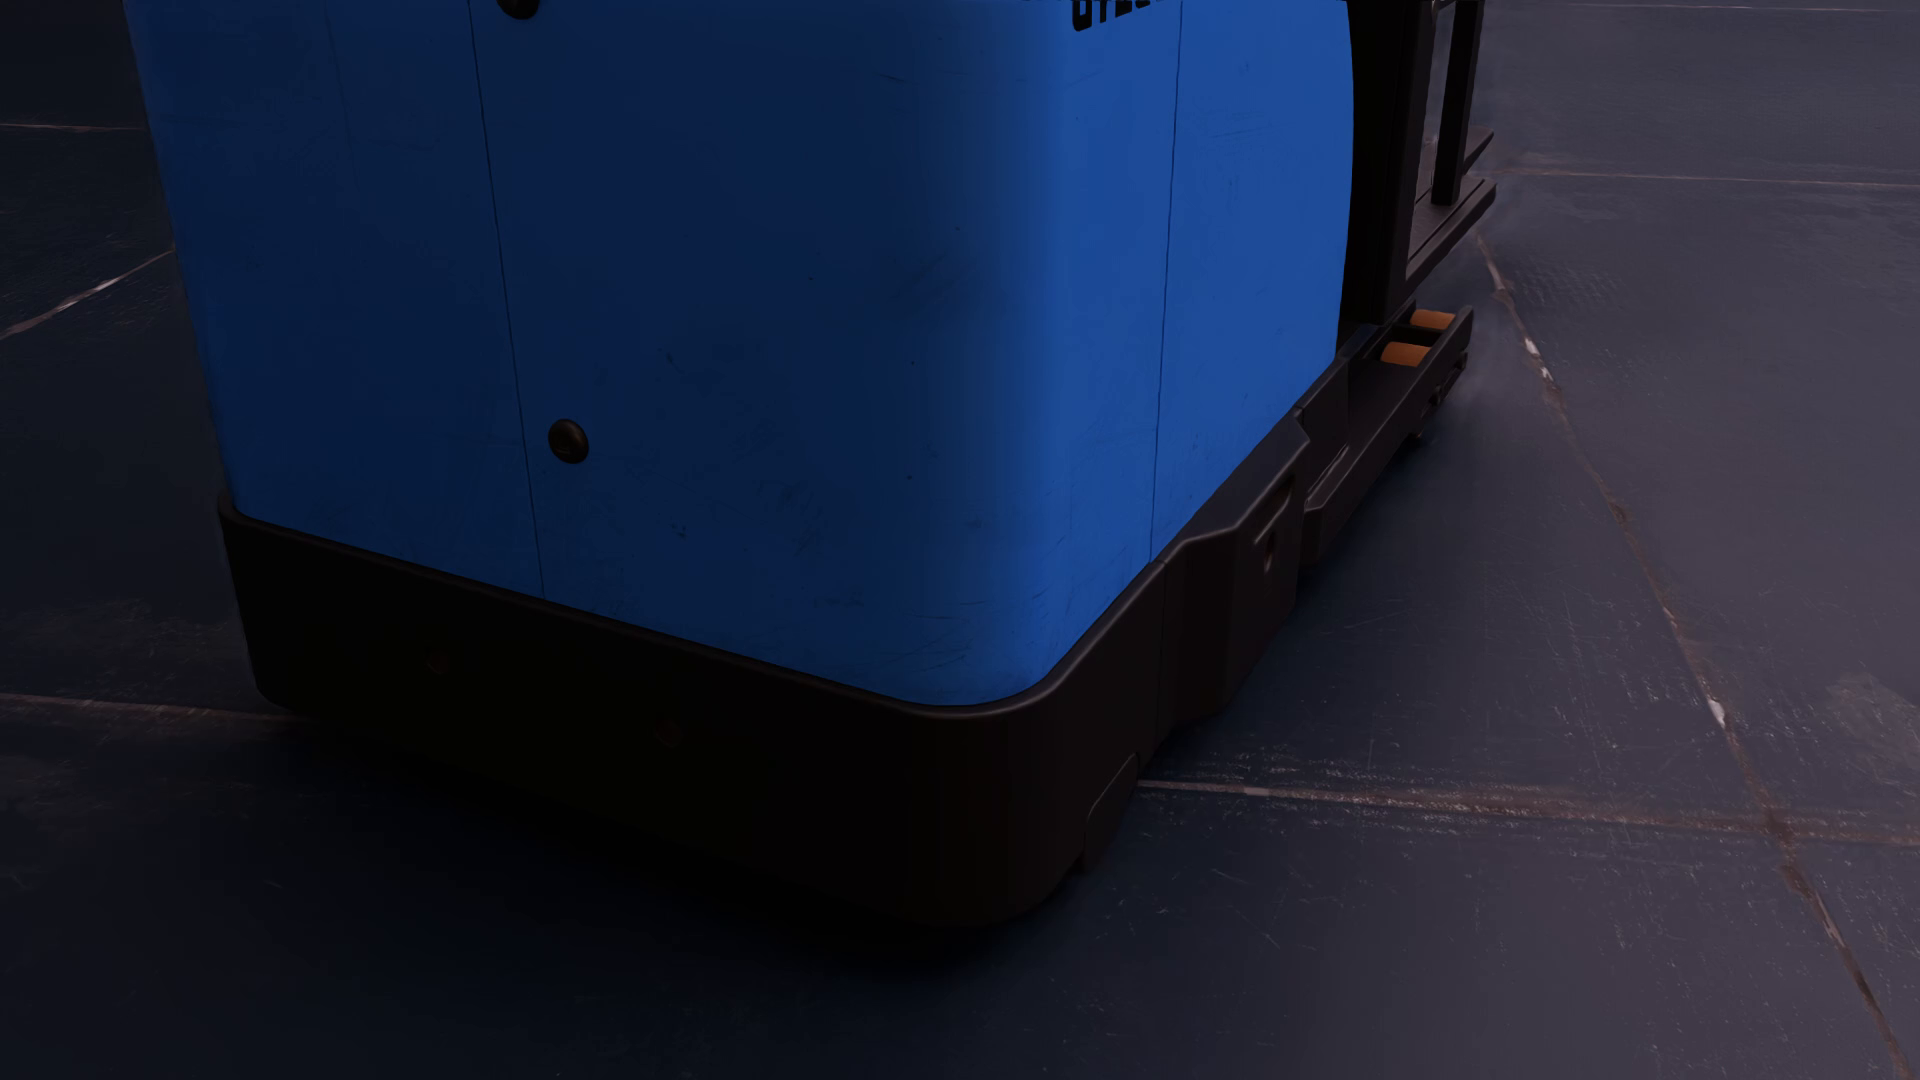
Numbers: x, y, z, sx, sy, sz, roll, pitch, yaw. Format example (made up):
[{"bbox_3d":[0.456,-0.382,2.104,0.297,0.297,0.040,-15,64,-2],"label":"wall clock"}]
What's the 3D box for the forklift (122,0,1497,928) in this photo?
[{"bbox_3d":[0.272,-1.566,2.356,1.130,2.935,3.031,13,29,24],"label":"forklift"}]
